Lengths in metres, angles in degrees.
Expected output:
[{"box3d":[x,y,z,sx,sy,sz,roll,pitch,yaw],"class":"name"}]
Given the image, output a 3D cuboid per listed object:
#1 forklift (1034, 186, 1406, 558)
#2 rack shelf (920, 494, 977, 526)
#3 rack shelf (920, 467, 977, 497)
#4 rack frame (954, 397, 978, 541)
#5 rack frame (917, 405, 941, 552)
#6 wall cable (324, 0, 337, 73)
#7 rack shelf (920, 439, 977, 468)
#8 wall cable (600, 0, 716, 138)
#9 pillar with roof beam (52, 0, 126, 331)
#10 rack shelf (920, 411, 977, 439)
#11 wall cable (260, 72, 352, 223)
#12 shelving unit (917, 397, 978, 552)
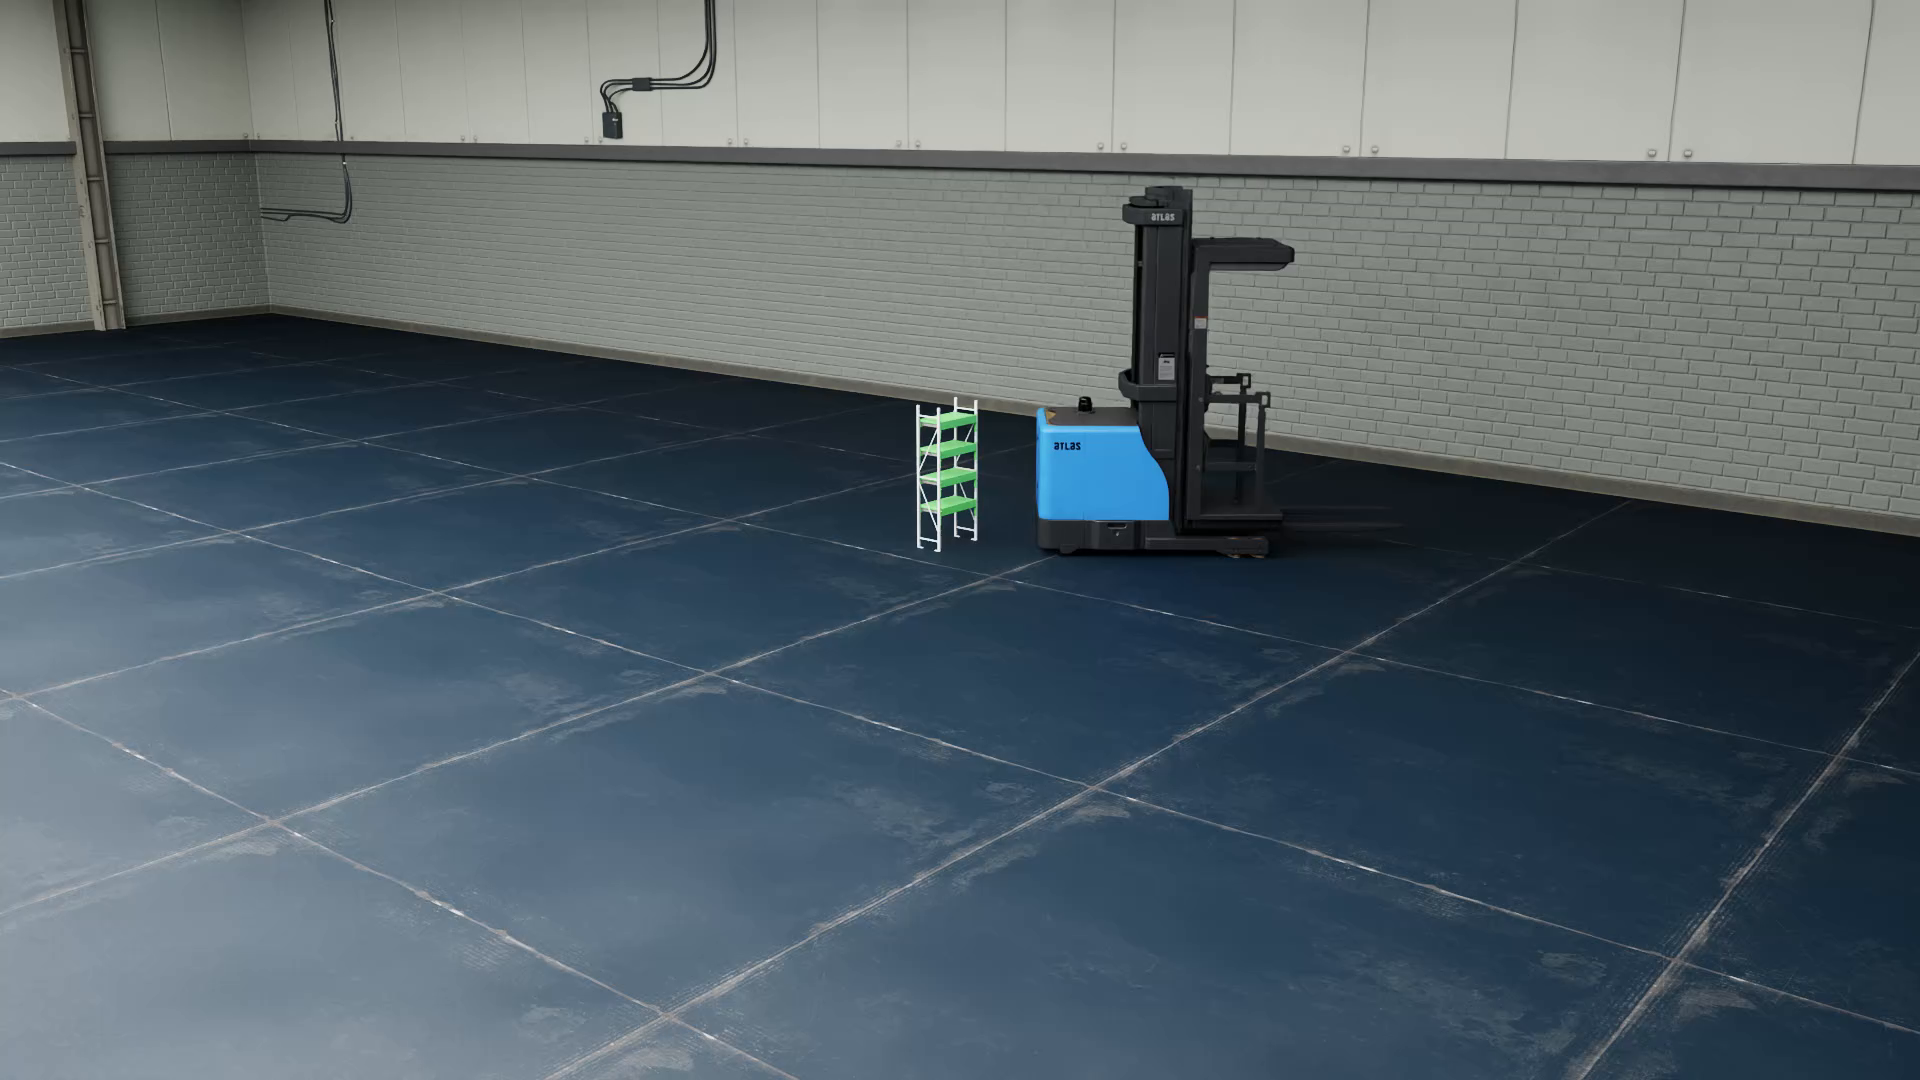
[{"box3d":[2.155,-1.405,13.701,3.031,2.935,1.130,0,14,1],"class":"forklift"},{"box3d":[-0.104,-0.255,13.925,0.258,0.148,0.480,11,18,38],"class":"rack shelf"},{"box3d":[-0.104,-0.488,13.866,0.258,0.148,0.480,11,18,38],"class":"rack shelf"},{"box3d":[0.049,-0.597,14.034,0.240,1.200,0.015,11,18,38],"class":"rack frame"},{"box3d":[-0.257,-0.503,13.666,0.240,1.200,0.015,11,18,38],"class":"rack frame"},{"box3d":[-9.447,-8.832,26.662,3.097,2.526,0.112,11,18,38],"class":"wall cable"},{"box3d":[-0.104,-0.721,13.807,0.258,0.148,0.480,11,18,38],"class":"rack shelf"},{"box3d":[-4.178,-8.484,22.335,2.305,6.003,0.169,11,18,38],"class":"wall cable"},{"box3d":[-11.083,-7.282,24.511,9.100,9.000,0.400,11,18,38],"class":"pillar with roof beam"},{"box3d":[-0.104,-0.953,13.748,0.258,0.148,0.480,11,18,38],"class":"rack shelf"},{"box3d":[-11.552,-6.803,28.931,3.097,2.526,0.112,11,18,38],"class":"wall cable"},{"box3d":[-0.104,-0.550,13.850,0.258,1.200,0.503,11,18,38],"class":"shelving unit"}]
